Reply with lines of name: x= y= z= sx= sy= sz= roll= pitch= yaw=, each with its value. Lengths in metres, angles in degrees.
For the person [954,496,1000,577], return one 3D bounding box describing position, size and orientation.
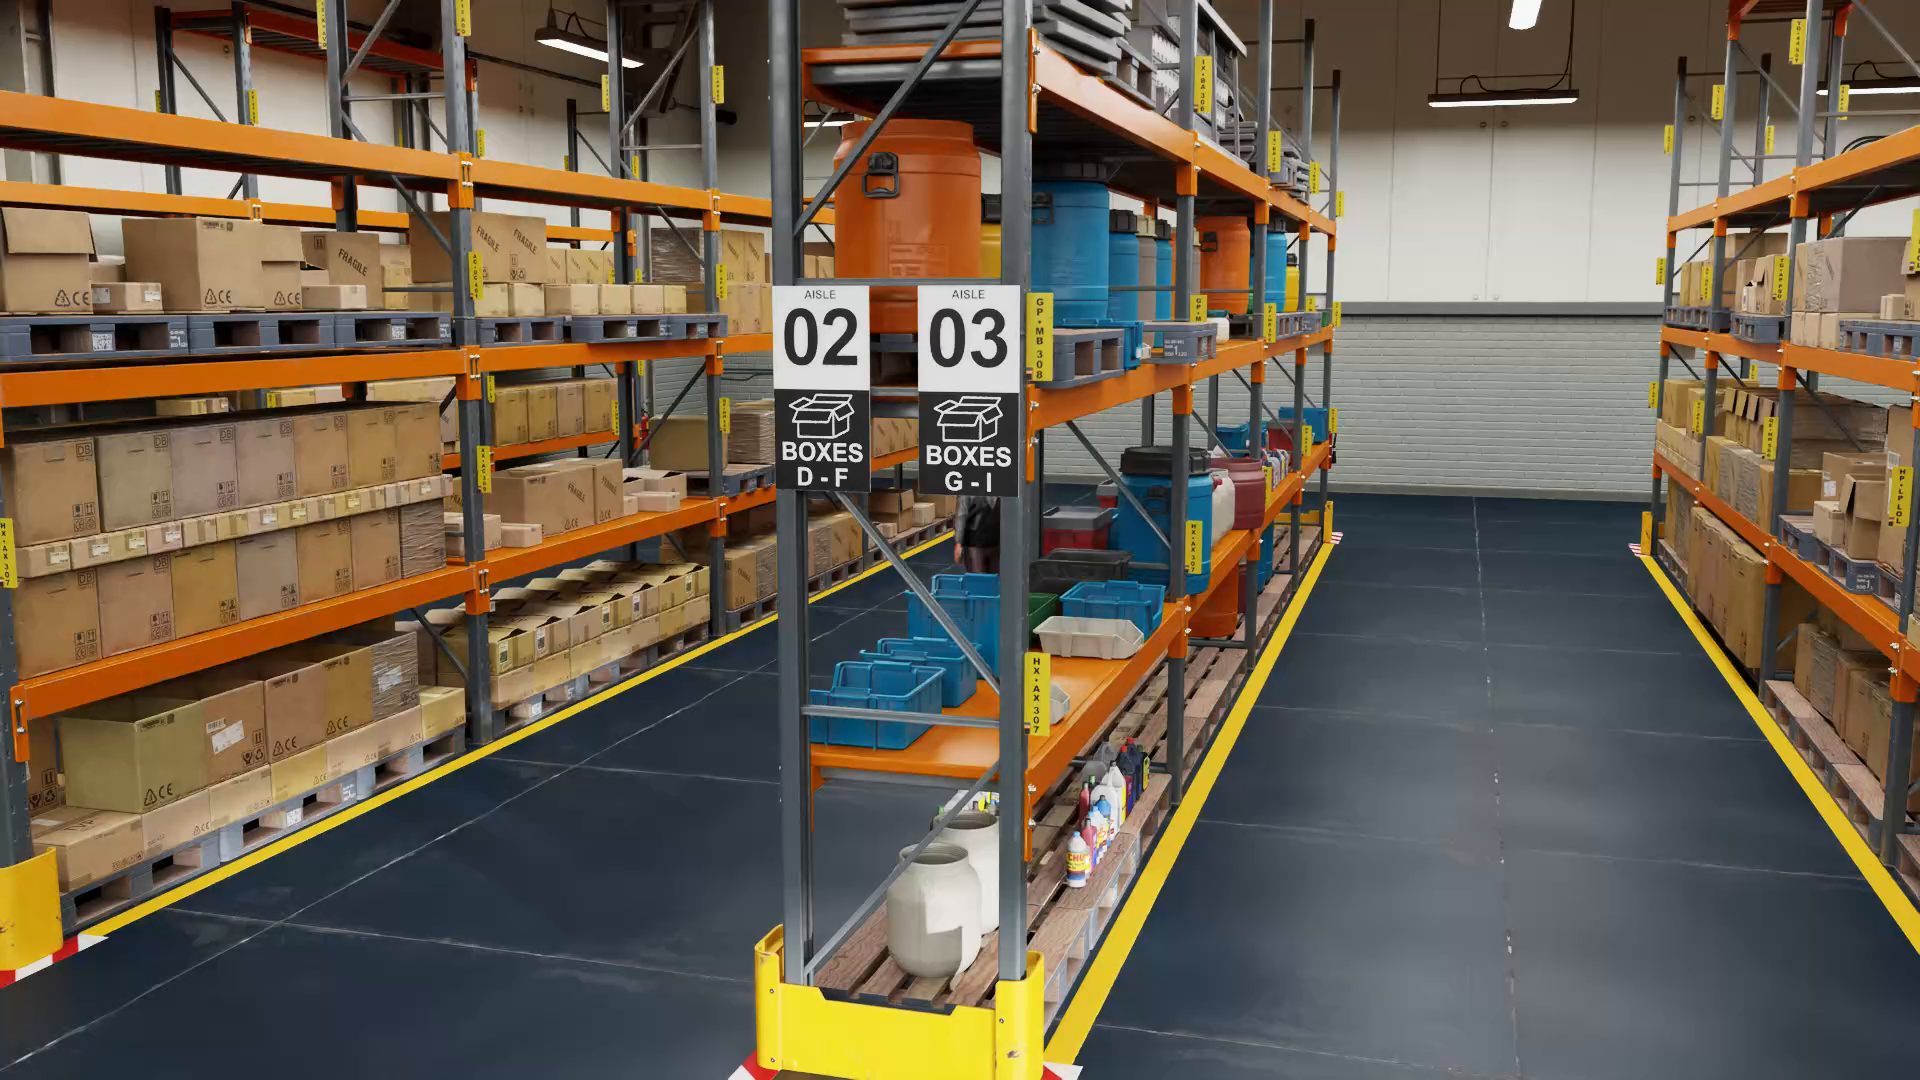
person: x=0.235 y=0.097 z=15.216 sx=0.649 sy=1.721 sz=0.624 roll=-4 pitch=9 yaw=-27
